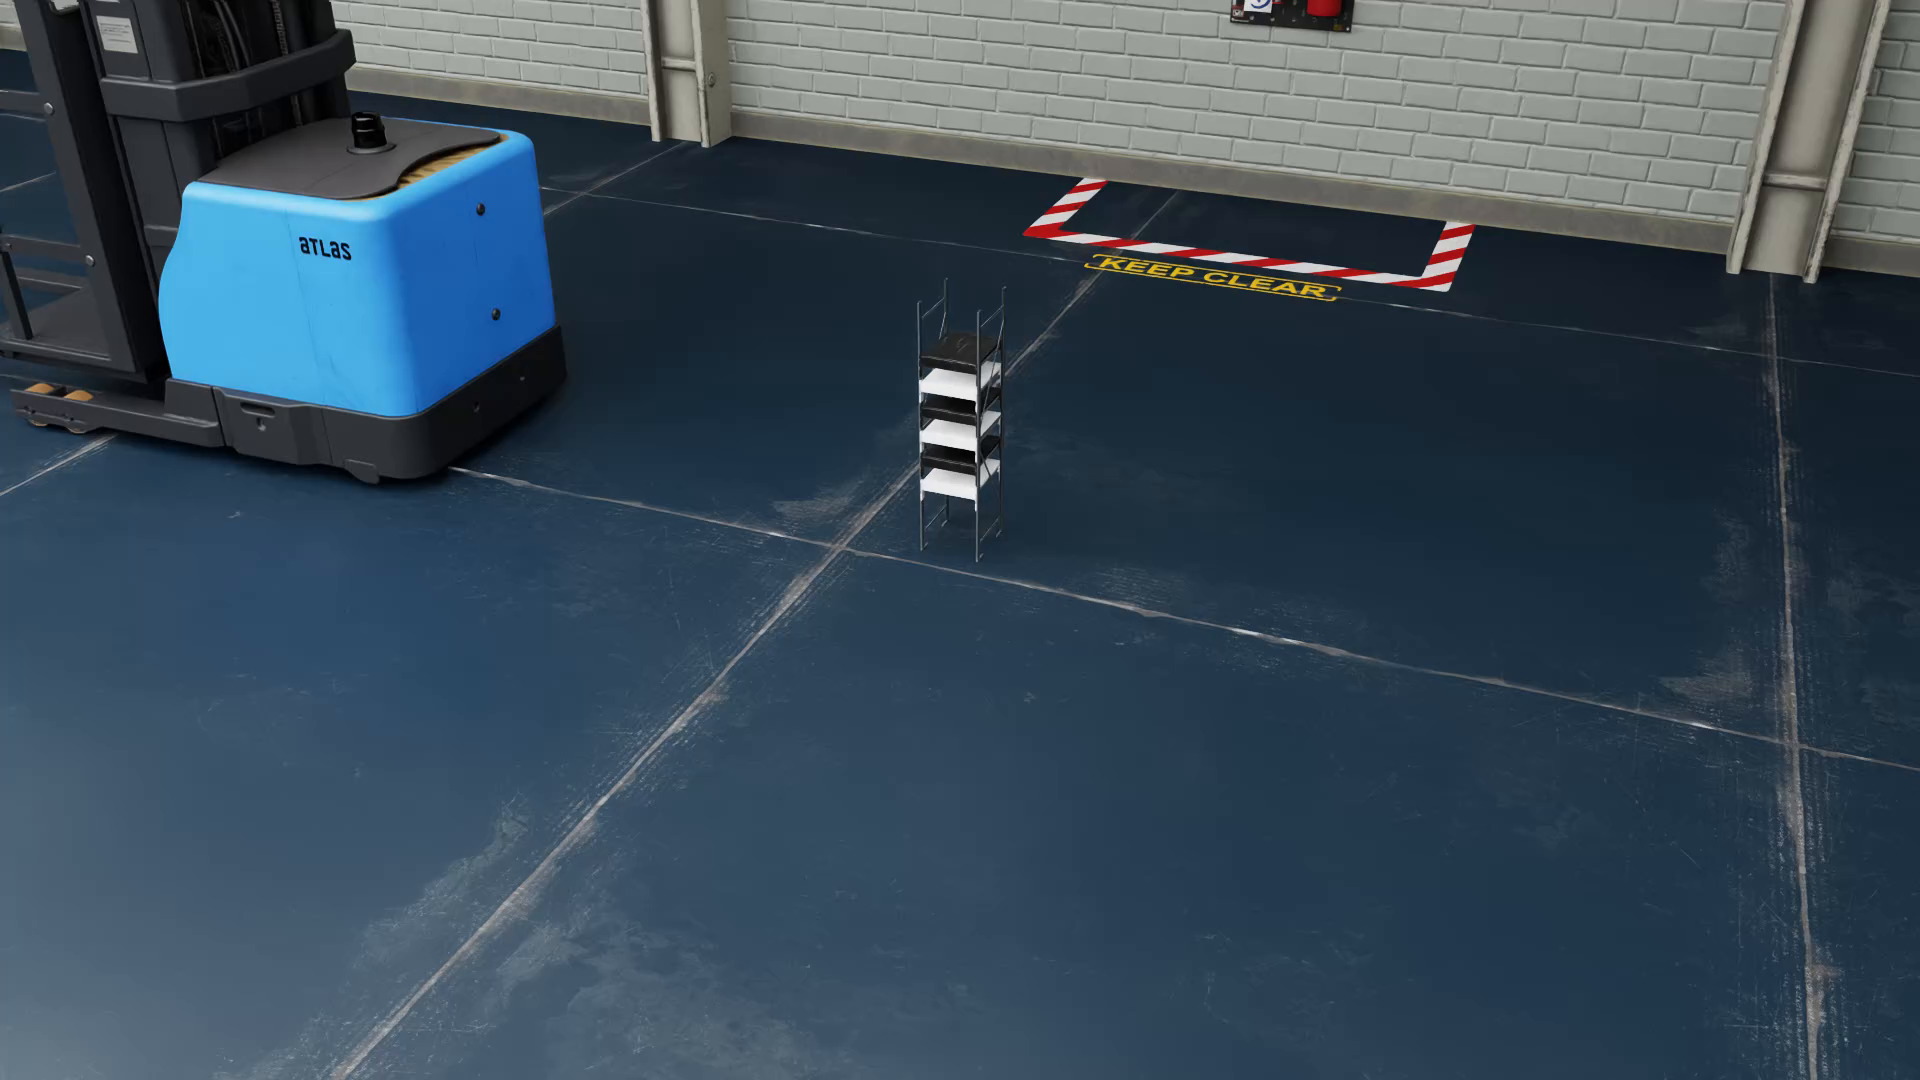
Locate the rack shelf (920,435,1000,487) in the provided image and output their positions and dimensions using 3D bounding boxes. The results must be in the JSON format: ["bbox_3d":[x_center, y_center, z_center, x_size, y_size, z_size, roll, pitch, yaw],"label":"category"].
[{"bbox_3d":[0.008,-0.283,5.587,0.200,0.077,0.258,11,31,19],"label":"rack shelf"}]

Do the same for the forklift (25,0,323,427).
[{"bbox_3d":[-3.170,-1.921,6.170,3.031,2.935,1.121,10,31,18],"label":"forklift"}]

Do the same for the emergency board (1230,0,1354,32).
[{"bbox_3d":[1.671,-3.106,8.197,0.643,1.169,0.194,11,31,19],"label":"emergency board"}]

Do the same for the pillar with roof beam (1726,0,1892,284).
[{"bbox_3d":[2.328,-3.280,2.408,0.400,9.000,9.100,11,31,19],"label":"pillar with roof beam"}]

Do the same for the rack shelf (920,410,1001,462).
[{"bbox_3d":[0.008,-0.361,5.542,0.200,0.077,0.258,11,31,19],"label":"rack shelf"}]

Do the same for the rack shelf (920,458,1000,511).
[{"bbox_3d":[-7.404,-3.082,10.924,18.464,0.275,6.000,11,31,19],"label":"rack shelf"}]

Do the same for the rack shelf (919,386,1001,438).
[{"bbox_3d":[0.008,-0.440,5.498,0.200,0.077,0.258,11,31,19],"label":"rack shelf"}]

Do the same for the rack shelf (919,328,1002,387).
[{"bbox_3d":[0.008,-0.596,5.409,0.200,0.077,0.258,11,31,19],"label":"rack shelf"}]

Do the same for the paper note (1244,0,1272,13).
[{"bbox_3d":[1.533,-2.787,8.527,0.142,0.148,0.016,11,31,19],"label":"paper note"}]

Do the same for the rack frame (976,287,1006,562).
[{"bbox_3d":[0.102,-0.371,5.493,0.006,0.900,0.240,11,31,19],"label":"rack frame"}]

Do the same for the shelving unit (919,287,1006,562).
[{"bbox_3d":[-7.401,-3.354,10.769,18.469,0.900,6.000,11,31,19],"label":"shelving unit"}]
